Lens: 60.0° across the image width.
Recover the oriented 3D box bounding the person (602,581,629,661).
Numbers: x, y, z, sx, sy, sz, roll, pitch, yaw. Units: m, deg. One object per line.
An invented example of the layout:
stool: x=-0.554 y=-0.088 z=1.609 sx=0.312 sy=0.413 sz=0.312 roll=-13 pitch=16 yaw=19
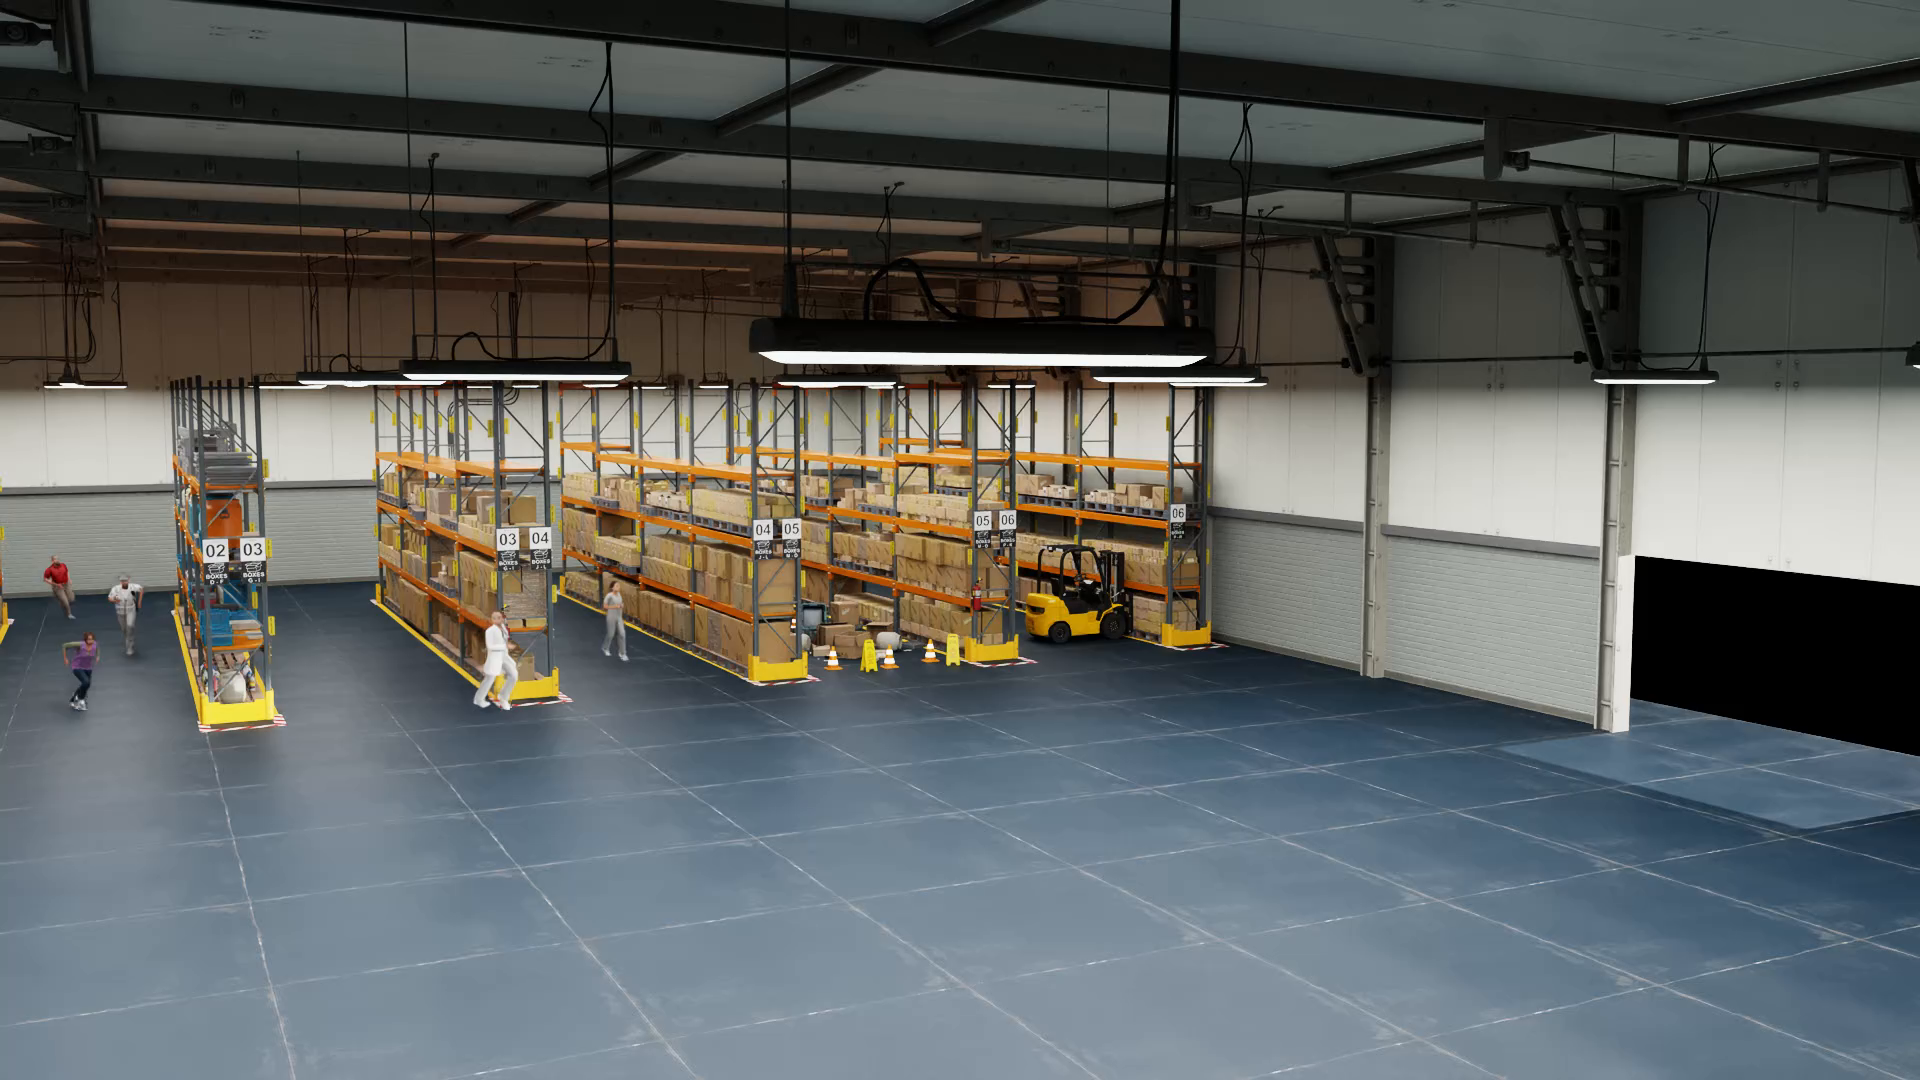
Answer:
person: x=-7.440 y=1.734 z=35.637 sx=0.874 sy=1.677 sz=0.548 roll=5 pitch=7 yaw=42

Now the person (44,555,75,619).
person: x=-22.695 y=1.189 z=41.871 sx=0.611 sy=1.641 sz=0.736 roll=3 pitch=6 yaw=29

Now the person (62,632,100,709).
person: x=-15.757 y=2.342 z=29.819 sx=0.869 sy=1.435 sz=0.568 roll=4 pitch=6 yaw=35

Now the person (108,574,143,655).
person: x=-18.358 y=1.618 z=36.650 sx=0.655 sy=1.794 sz=0.987 roll=-2 pitch=5 yaw=-17

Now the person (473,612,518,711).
person: x=-8.318 y=2.181 z=29.933 sx=0.949 sy=1.803 sz=0.724 roll=2 pitch=6 yaw=25
